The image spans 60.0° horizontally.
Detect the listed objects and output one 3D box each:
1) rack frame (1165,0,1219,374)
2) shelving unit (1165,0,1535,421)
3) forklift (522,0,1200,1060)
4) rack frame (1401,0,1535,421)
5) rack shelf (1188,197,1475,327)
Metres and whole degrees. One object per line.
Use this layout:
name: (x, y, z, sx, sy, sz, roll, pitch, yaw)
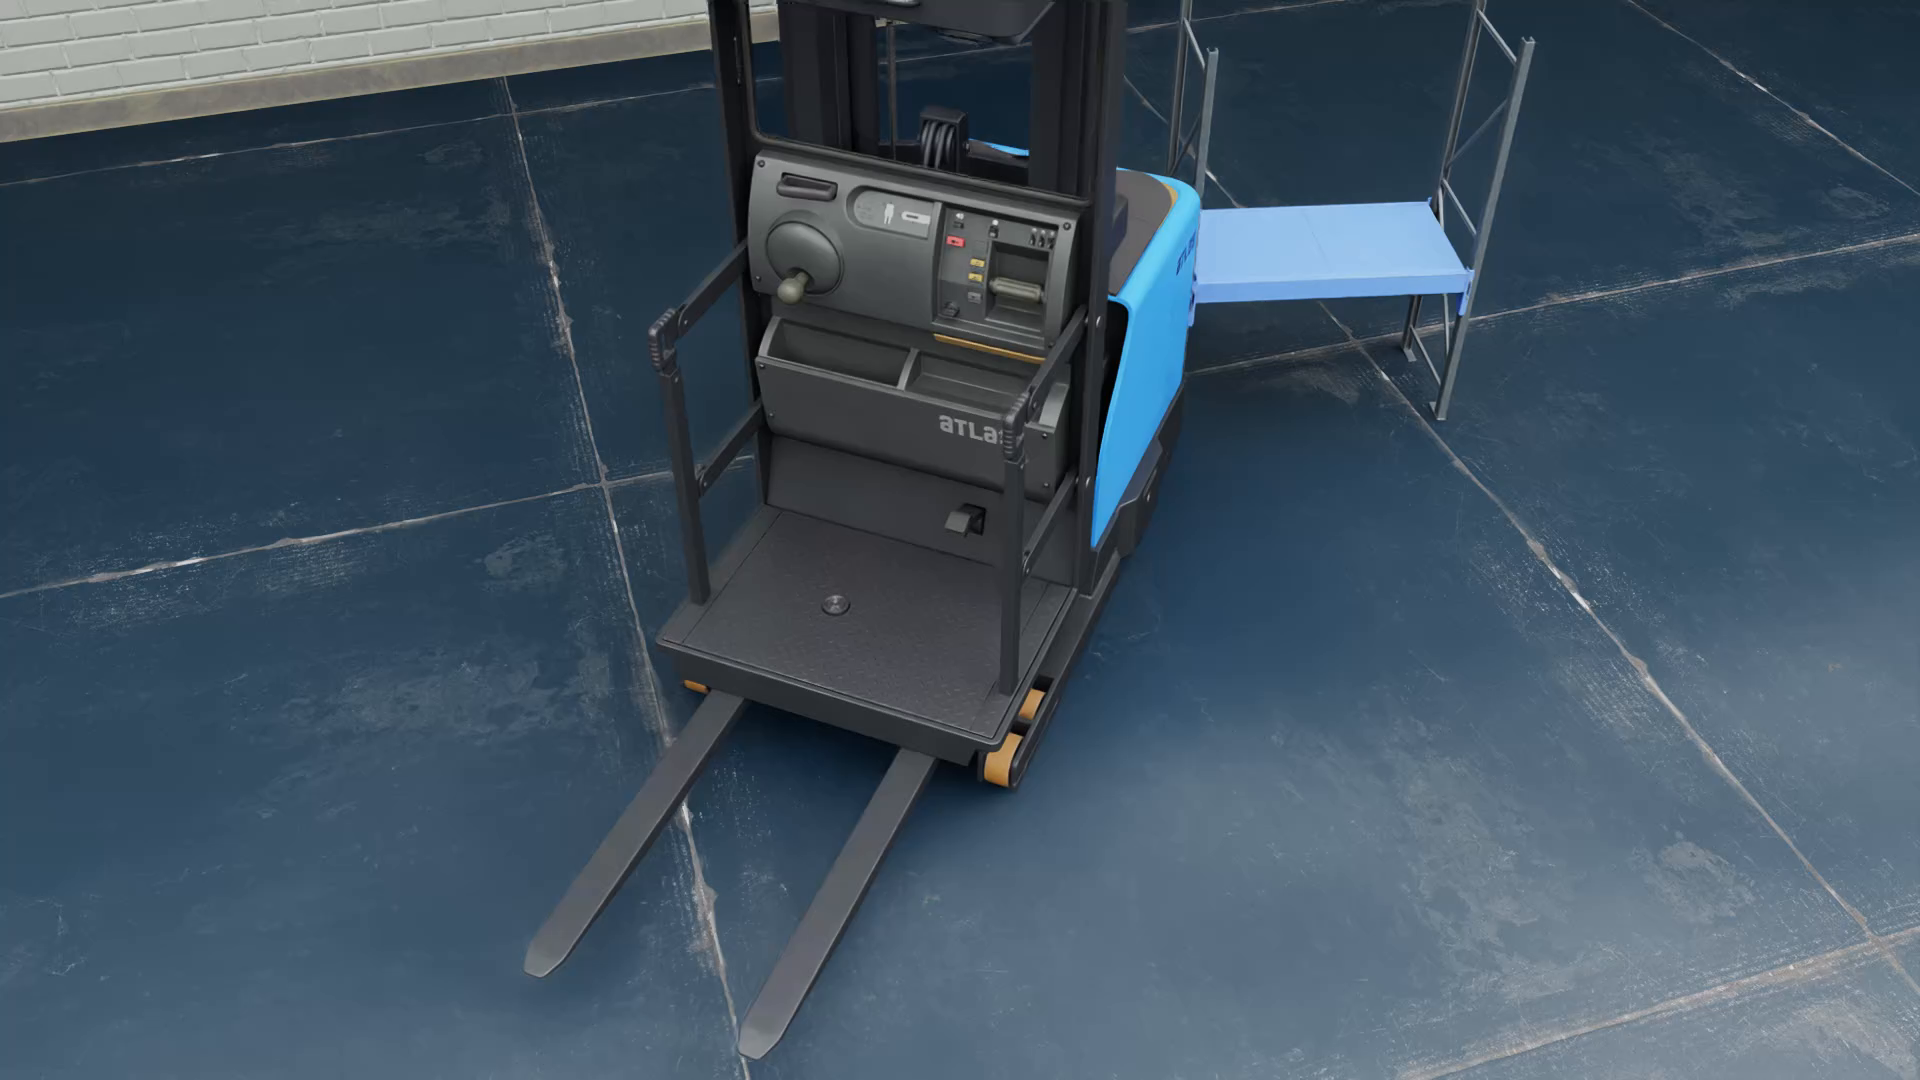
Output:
rack frame: (0.779, -1.128, 5.902, 0.032, 1.500, 0.500, -3, 41, -3)
shelving unit: (1.286, -1.153, 5.930, 1.048, 1.500, 0.538, -3, 41, -3)
forklift: (-0.220, -0.694, 4.317, 1.130, 2.935, 3.031, 15, 43, 16)
rack frame: (1.793, -1.178, 5.958, 0.032, 1.500, 0.500, -3, 41, -3)
rack shelf: (1.286, -1.018, 6.048, 1.000, 0.185, 0.538, -3, 41, -3)
